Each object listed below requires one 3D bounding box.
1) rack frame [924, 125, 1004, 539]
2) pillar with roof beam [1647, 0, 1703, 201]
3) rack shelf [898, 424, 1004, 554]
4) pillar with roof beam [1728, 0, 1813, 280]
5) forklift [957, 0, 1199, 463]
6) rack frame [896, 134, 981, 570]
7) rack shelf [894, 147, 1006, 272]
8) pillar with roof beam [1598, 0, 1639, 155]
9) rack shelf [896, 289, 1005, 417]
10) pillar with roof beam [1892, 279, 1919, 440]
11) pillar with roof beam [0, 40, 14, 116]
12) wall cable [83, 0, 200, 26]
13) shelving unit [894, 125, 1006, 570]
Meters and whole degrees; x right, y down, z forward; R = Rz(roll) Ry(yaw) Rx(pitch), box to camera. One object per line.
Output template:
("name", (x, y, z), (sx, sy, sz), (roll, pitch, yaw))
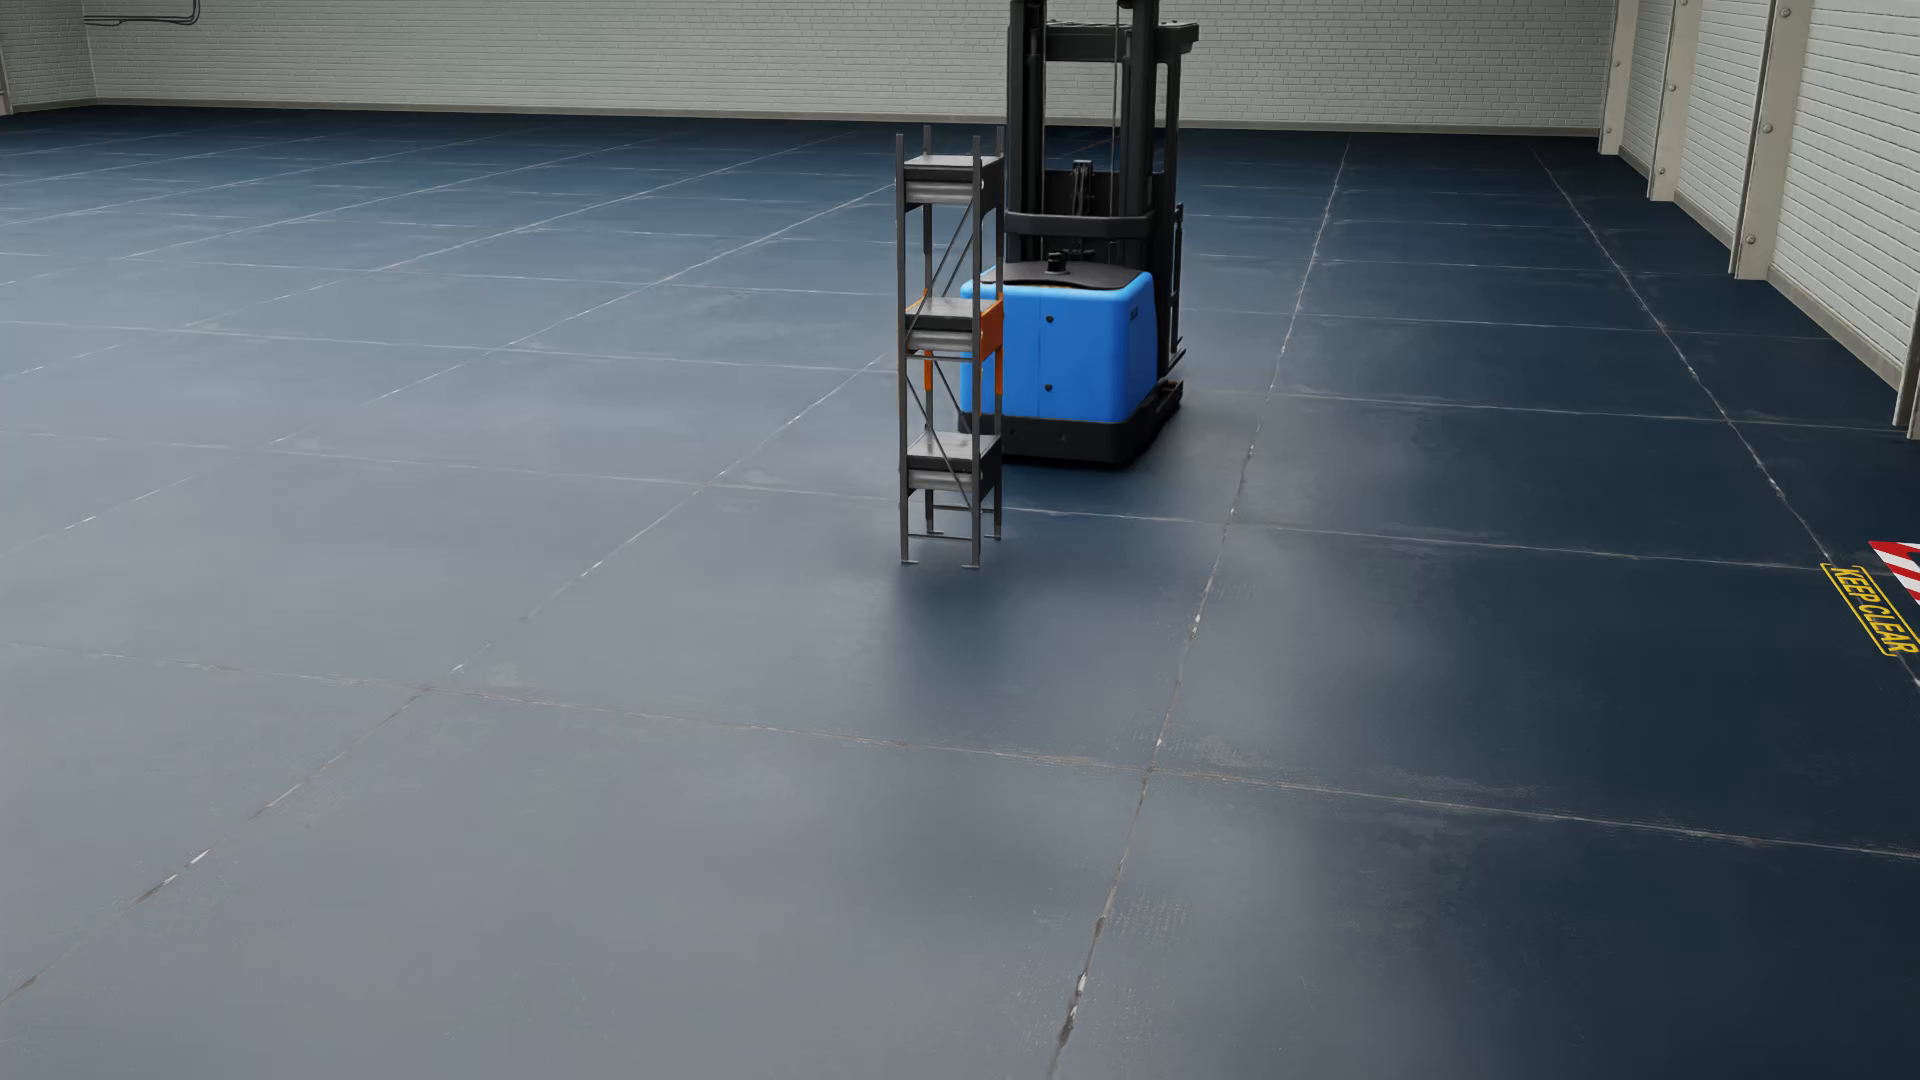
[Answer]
("rack frame", (0.019, -1.018, 8.420), (0.400, 2.100, 0.015), (5, 19, 13))
("pillar with roof beam", (4.987, -9.052, 21.266), (9.100, 9.000, 0.400), (5, 19, 13))
("rack shelf", (-0.040, -0.266, 8.427), (0.431, 0.518, 0.480), (5, 19, 13))
("pillar with roof beam", (3.521, -7.171, 15.761), (9.100, 9.000, 0.400), (5, 19, 13))
("forklift", (0.902, -2.283, 10.836), (1.130, 2.935, 3.031), (6, 20, 16))
("rack frame", (-0.100, -0.865, 7.972), (0.400, 2.100, 0.015), (5, 19, 13))
("rack shelf", (-0.040, -1.591, 7.974), (0.431, 0.518, 0.480), (5, 19, 13))
("pillar with roof beam", (6.453, -10.932, 26.772), (9.100, 9.000, 0.400), (5, 19, 13))
("rack shelf", (-0.040, -0.929, 8.201), (0.431, 0.518, 0.480), (5, 19, 13))
("pillar with roof beam", (2.055, -5.291, 10.255), (9.100, 9.000, 0.400), (5, 19, 13))
("pillar with roof beam", (-15.743, -12.740, 32.065), (9.100, 9.000, 0.400), (5, 19, 13))
("wall cable", (-17.916, -12.430, 35.960), (3.097, 2.526, 0.112), (5, 19, 13))
("shelving unit", (-0.040, -0.942, 8.196), (0.431, 2.100, 0.503), (5, 19, 13))
